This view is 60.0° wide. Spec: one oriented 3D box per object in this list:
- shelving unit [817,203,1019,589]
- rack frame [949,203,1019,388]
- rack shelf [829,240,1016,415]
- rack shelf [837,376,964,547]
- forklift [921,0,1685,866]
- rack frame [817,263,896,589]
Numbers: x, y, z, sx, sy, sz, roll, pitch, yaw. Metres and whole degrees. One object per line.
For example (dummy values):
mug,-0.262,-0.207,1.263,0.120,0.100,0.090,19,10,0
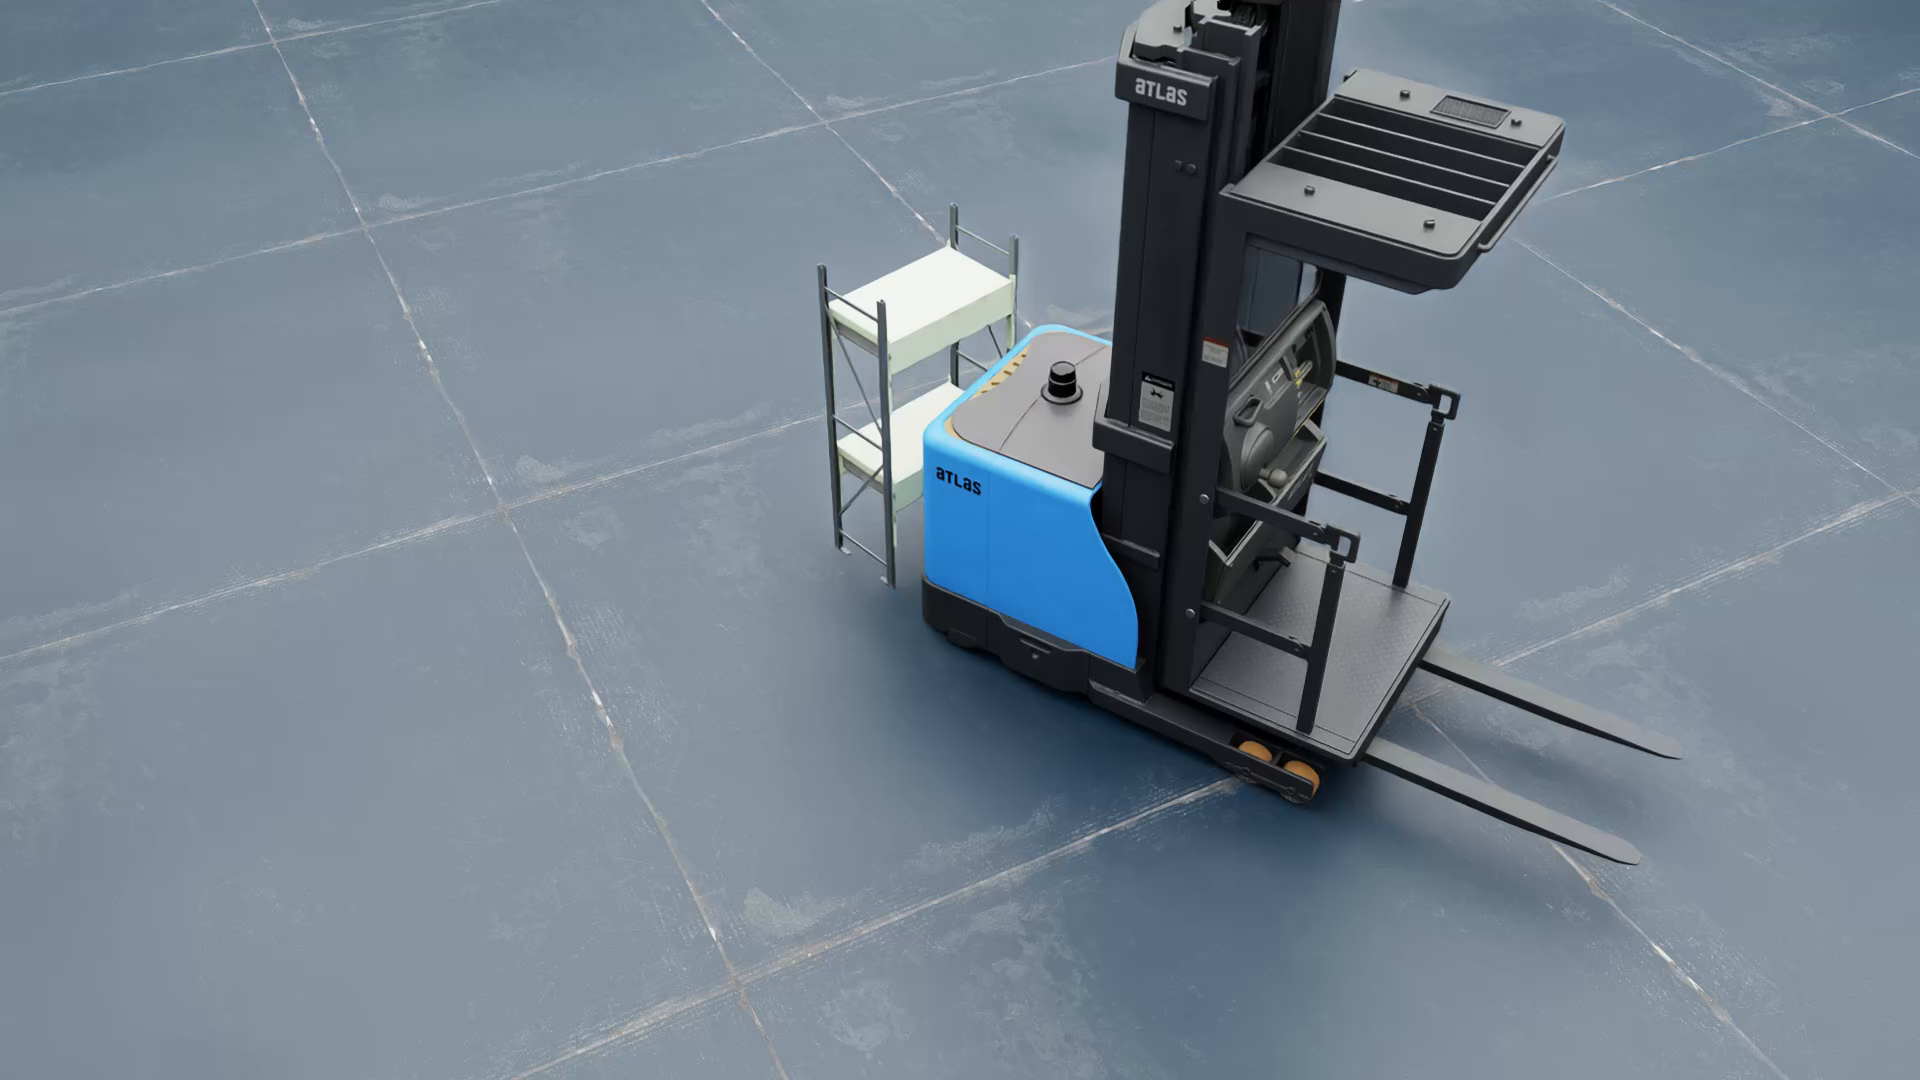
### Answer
shelving unit,-0.167,-0.614,7.303,0.755,1.500,0.431,-31,49,-31
rack frame,0.099,-0.775,7.494,0.023,1.500,0.400,-31,49,-31
rack shelf,-0.167,-0.912,7.051,0.720,0.370,0.431,-31,49,-31
rack shelf,-0.167,-0.365,7.514,0.720,0.370,0.431,-31,49,-31
forklift,1.353,-0.482,6.040,3.031,2.935,1.130,22,45,24
rack frame,-0.434,-0.452,7.112,0.023,1.500,0.400,-31,49,-31
